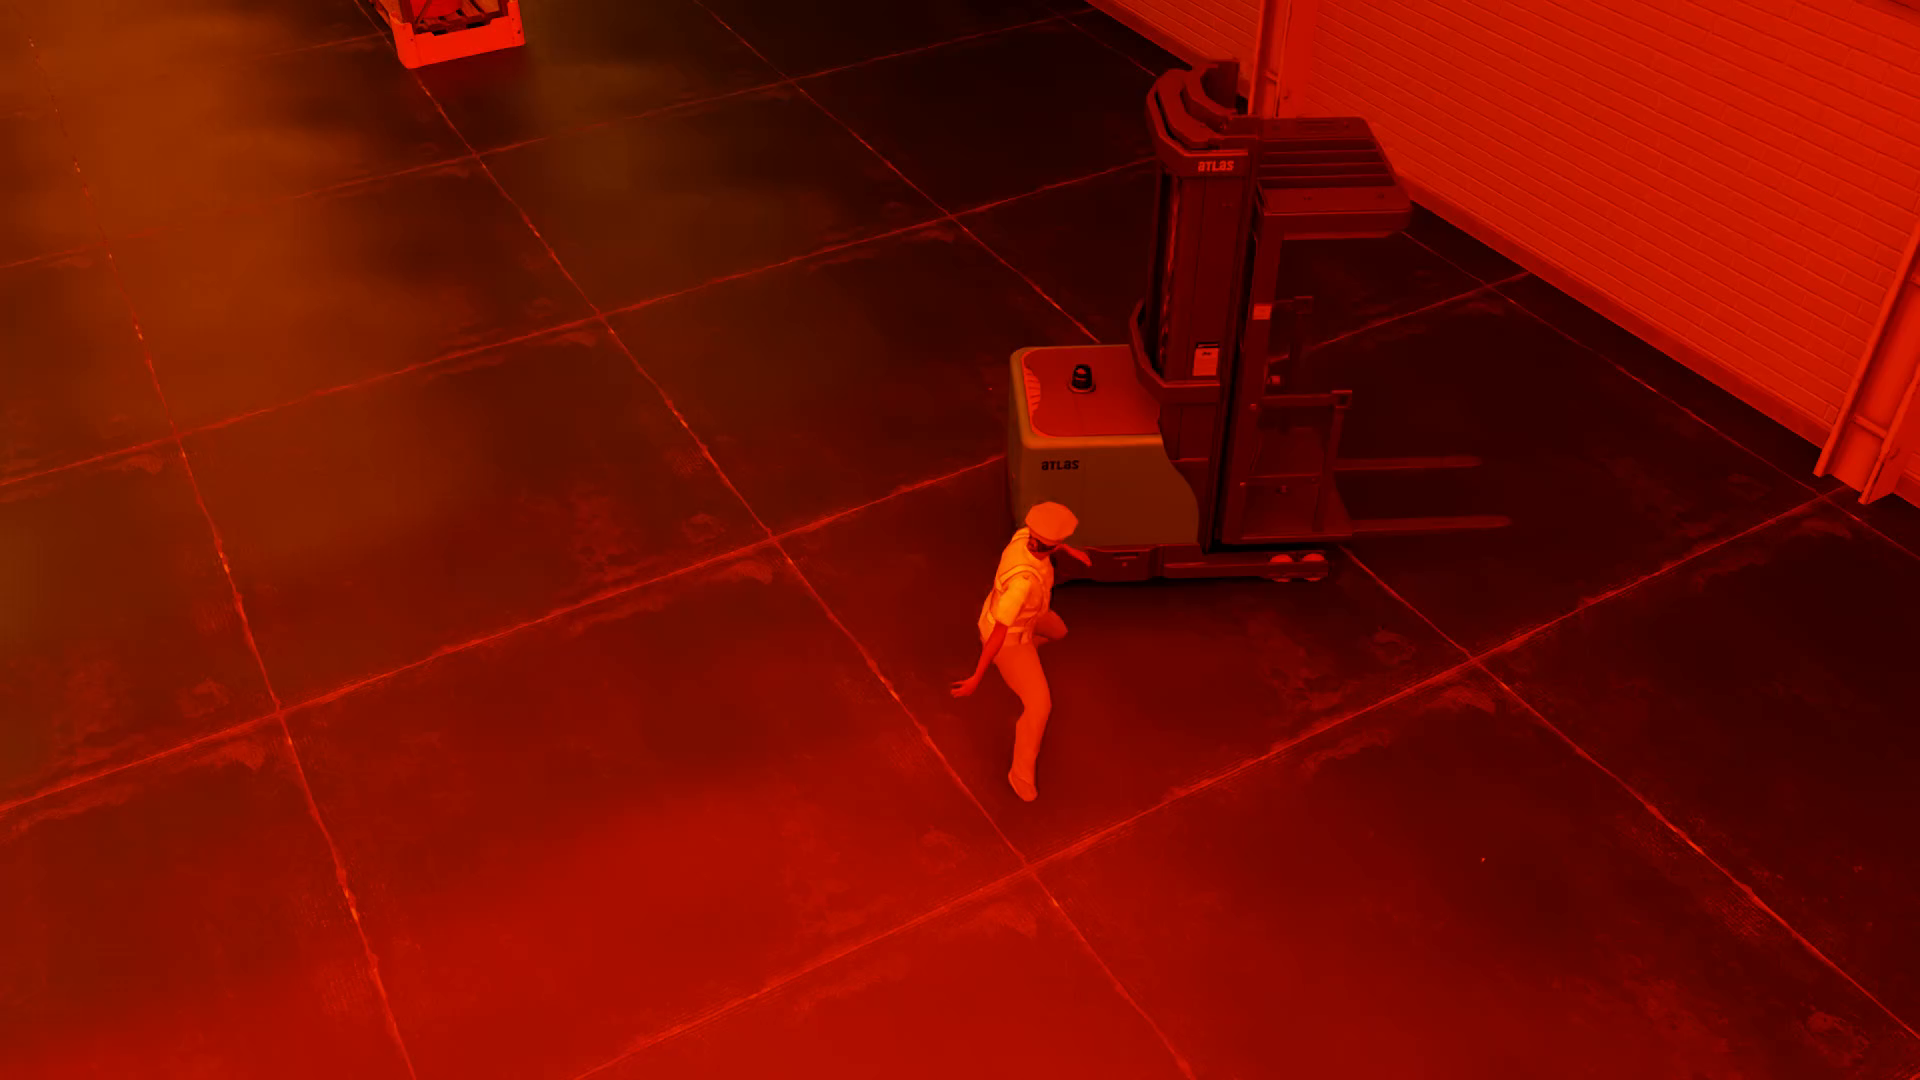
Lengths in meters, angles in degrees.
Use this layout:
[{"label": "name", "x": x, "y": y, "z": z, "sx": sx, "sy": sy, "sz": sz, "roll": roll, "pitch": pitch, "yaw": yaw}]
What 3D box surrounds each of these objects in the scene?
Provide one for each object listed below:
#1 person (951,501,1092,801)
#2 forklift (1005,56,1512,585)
[{"label": "person", "x": 0.322, "y": 0.511, "z": 8.617, "sx": 0.521, "sy": 1.603, "sz": 1.065, "roll": 10, "pitch": 41, "yaw": 12}, {"label": "forklift", "x": 1.823, "y": -1.213, "z": 9.499, "sx": 3.031, "sy": 2.935, "sz": 1.130, "roll": -2, "pitch": 40, "yaw": -2}]
